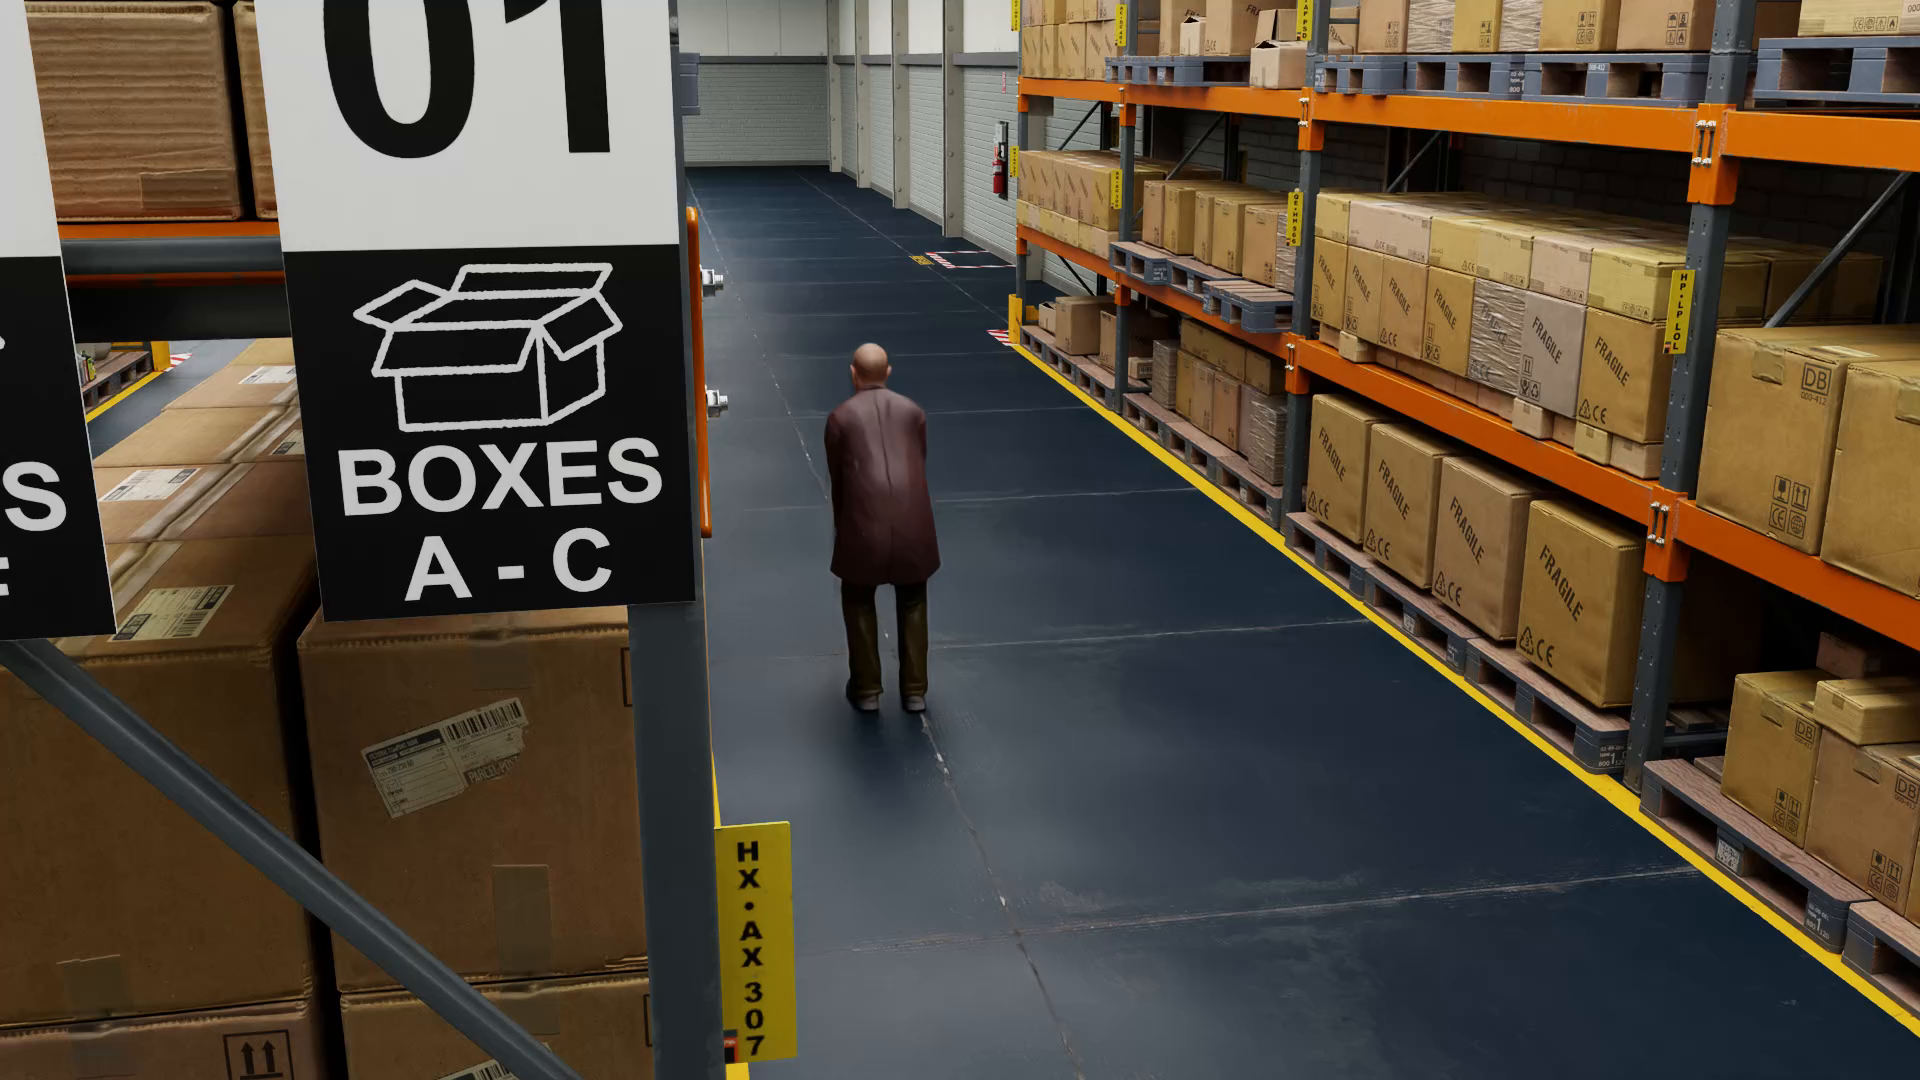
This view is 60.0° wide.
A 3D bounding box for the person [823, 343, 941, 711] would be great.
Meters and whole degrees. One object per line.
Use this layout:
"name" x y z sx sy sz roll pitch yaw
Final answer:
"person" -0.370 -0.060 7.891 0.530 1.717 0.613 -3 16 -12
